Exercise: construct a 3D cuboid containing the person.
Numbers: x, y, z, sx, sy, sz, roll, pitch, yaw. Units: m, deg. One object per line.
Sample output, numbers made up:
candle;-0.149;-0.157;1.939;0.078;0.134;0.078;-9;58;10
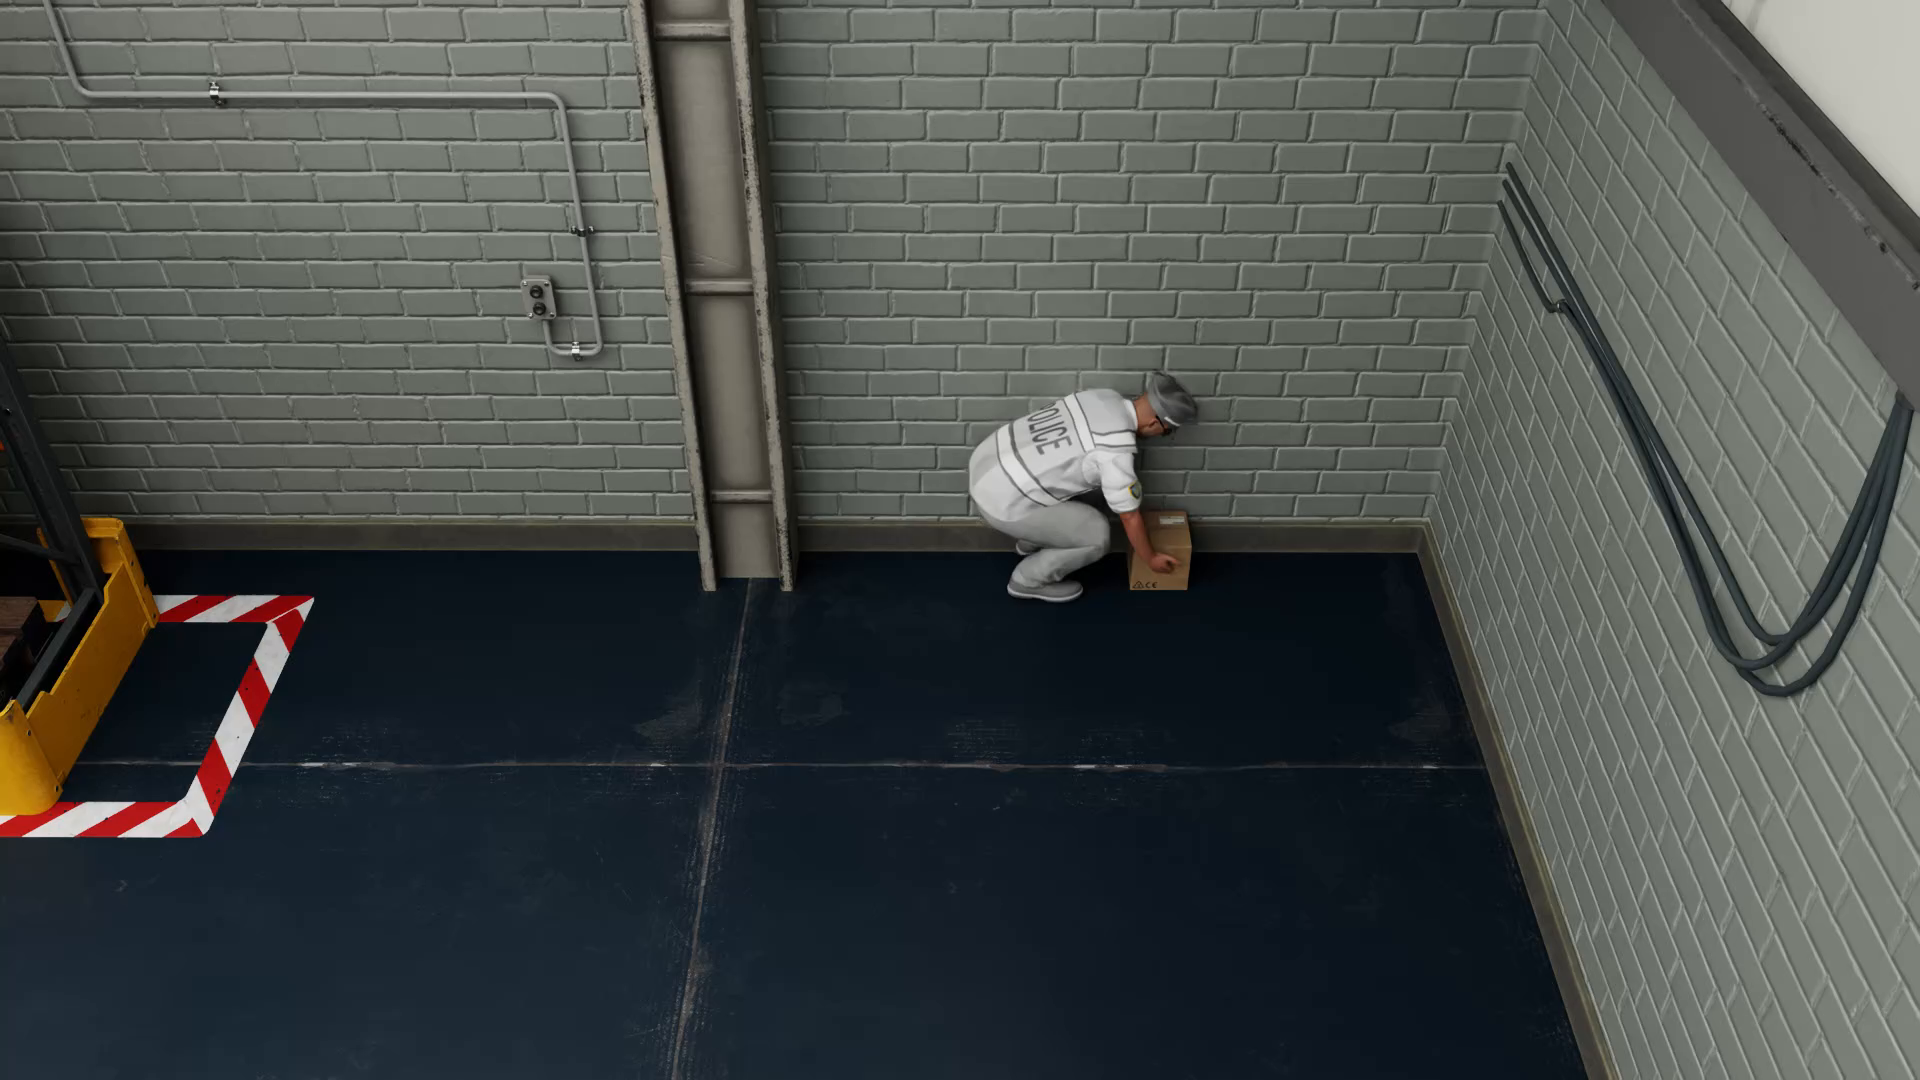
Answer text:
person;0.512;-0.247;7.072;0.950;0.973;0.565;0;39;0
